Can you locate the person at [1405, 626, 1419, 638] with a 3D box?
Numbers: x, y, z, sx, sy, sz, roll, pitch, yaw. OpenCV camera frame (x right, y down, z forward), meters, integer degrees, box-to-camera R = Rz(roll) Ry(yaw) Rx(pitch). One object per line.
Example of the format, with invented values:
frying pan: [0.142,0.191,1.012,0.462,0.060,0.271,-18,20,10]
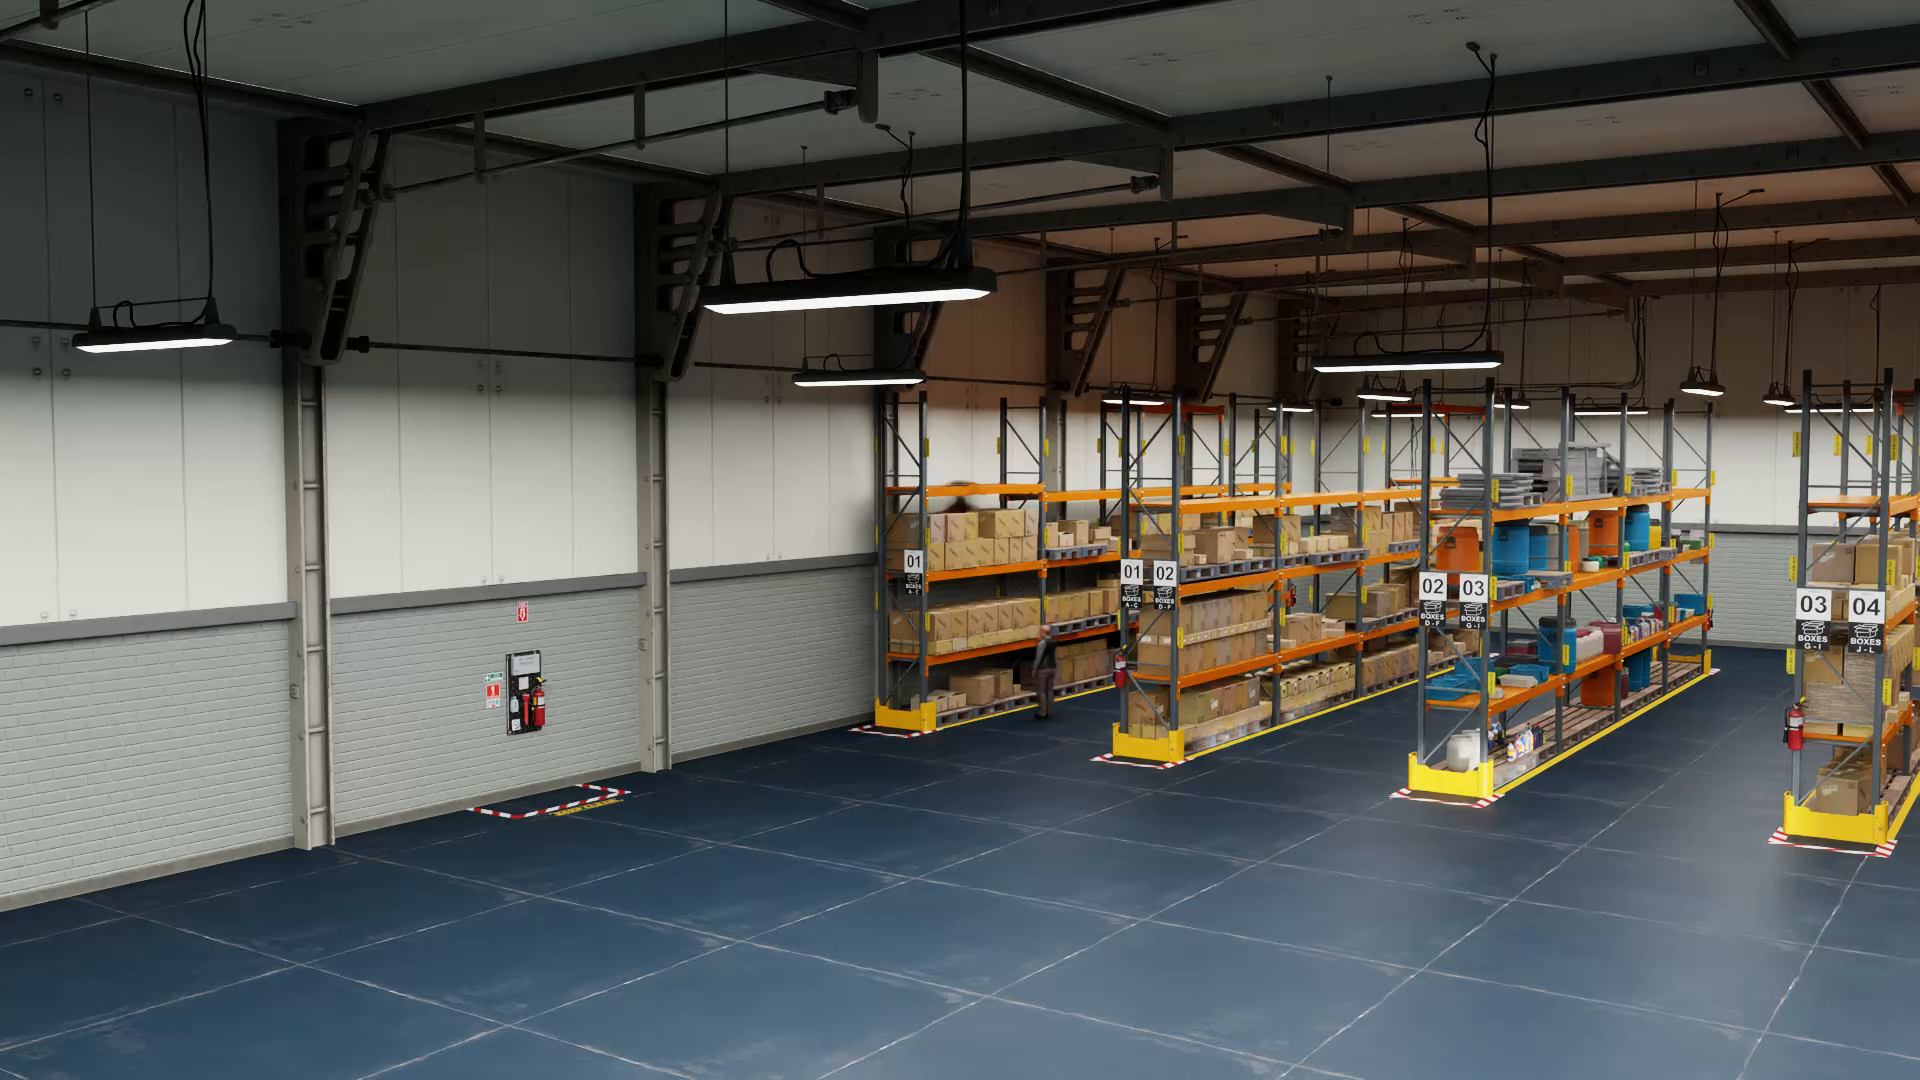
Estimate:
person: [11.747,1.782,43.302,0.527,1.655,0.422,1,3,10]

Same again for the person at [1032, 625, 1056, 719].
person: [1.547,2.430,30.698,0.405,1.735,0.543,2,4,37]
